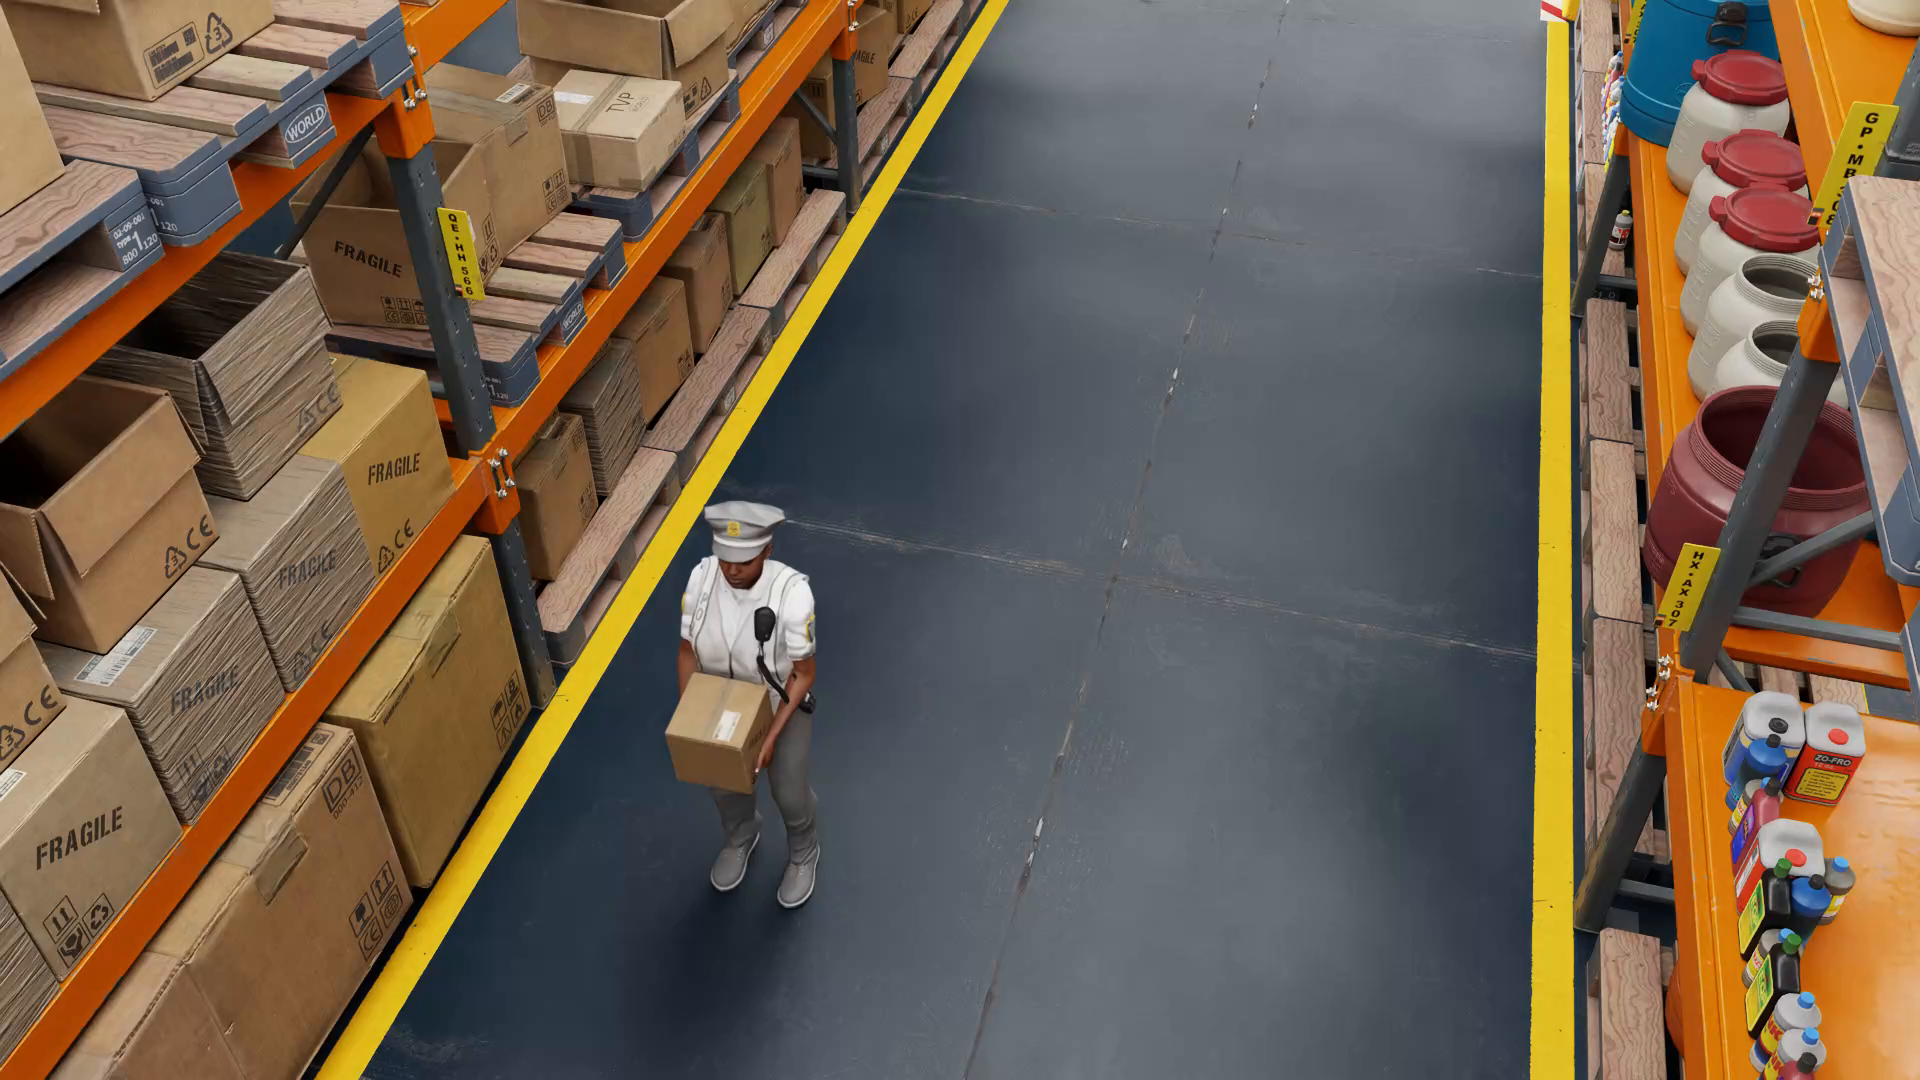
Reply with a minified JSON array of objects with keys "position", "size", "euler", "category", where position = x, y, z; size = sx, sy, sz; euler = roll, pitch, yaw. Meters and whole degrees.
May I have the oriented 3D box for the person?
[{"position":[-0.700,0.593,5.458],"size":[0.464,1.692,0.508],"euler":[10,42,11],"category":"person"}]
